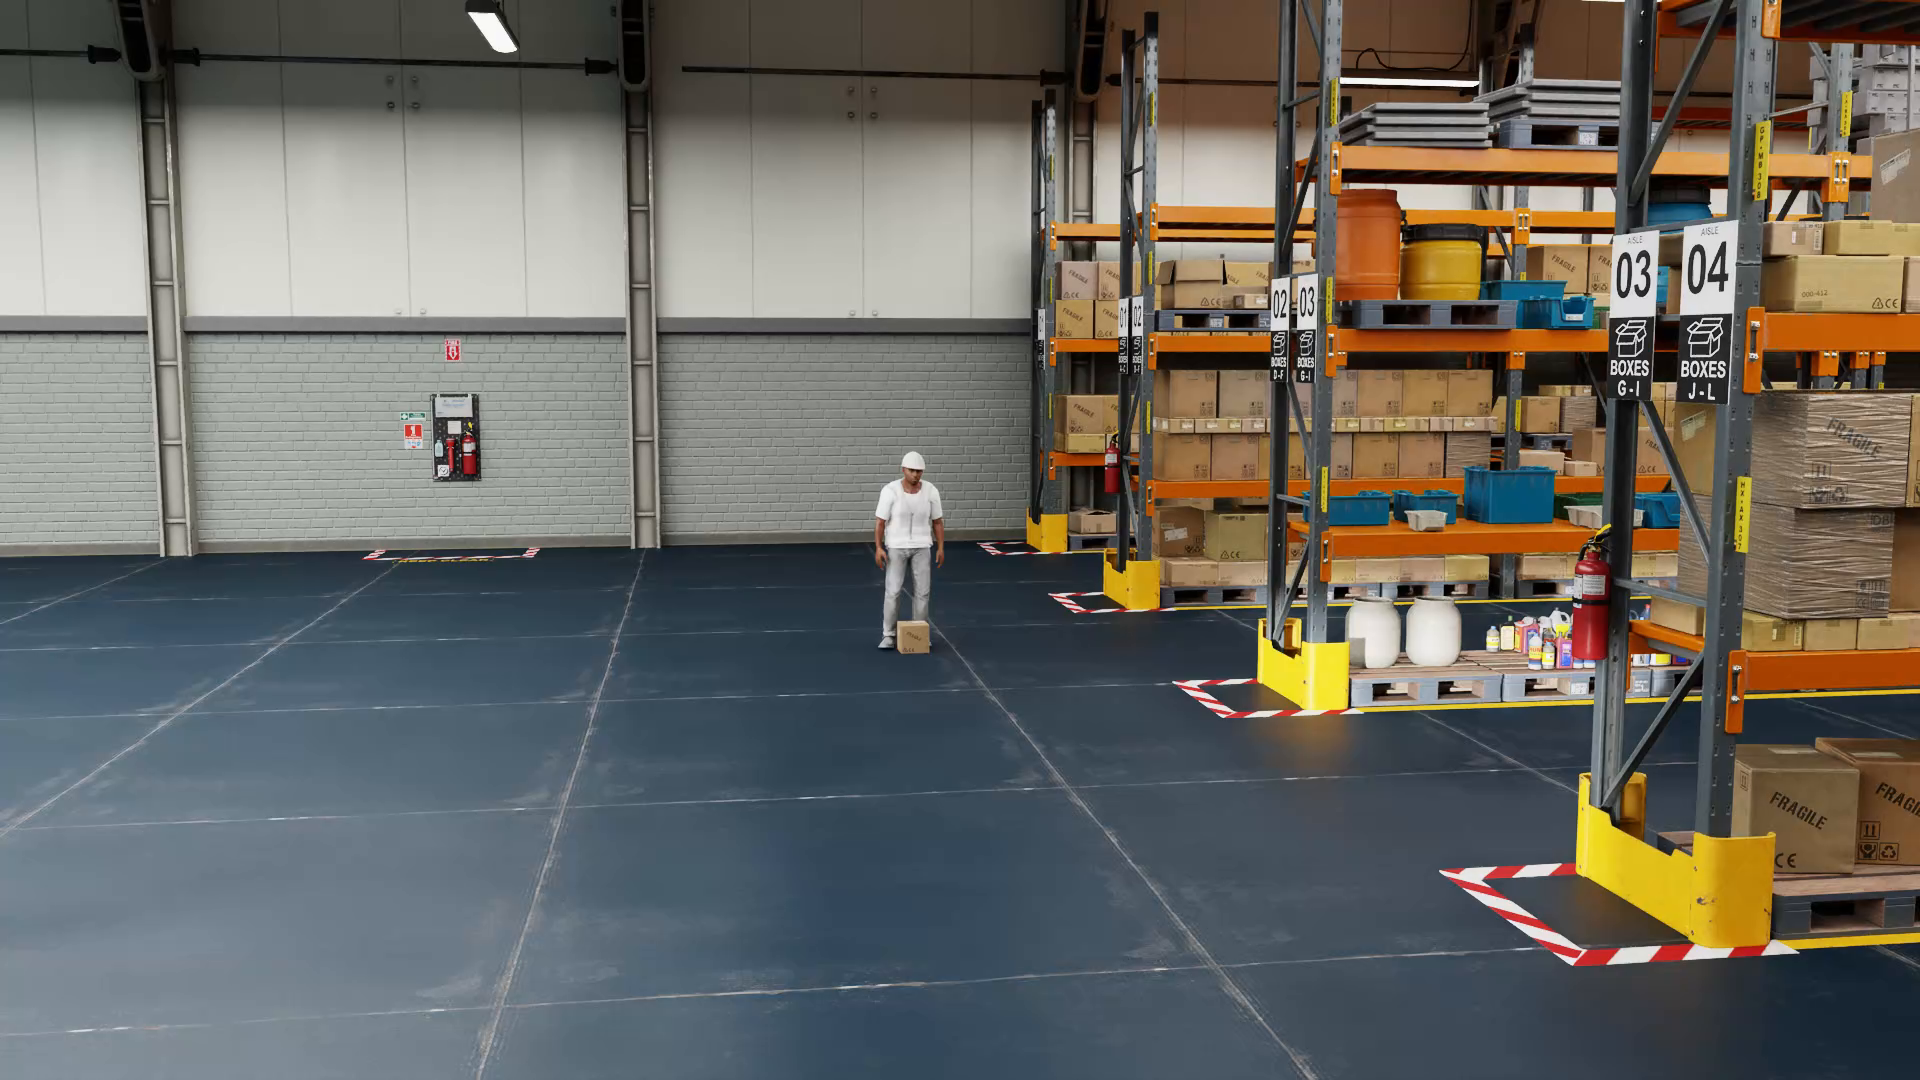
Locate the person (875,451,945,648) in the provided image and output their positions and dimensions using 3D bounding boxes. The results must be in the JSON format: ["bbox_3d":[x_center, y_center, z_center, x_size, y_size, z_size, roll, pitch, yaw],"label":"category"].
[{"bbox_3d":[-0.448,0.085,14.876,0.636,1.761,0.454,-1,7,-12],"label":"person"}]
